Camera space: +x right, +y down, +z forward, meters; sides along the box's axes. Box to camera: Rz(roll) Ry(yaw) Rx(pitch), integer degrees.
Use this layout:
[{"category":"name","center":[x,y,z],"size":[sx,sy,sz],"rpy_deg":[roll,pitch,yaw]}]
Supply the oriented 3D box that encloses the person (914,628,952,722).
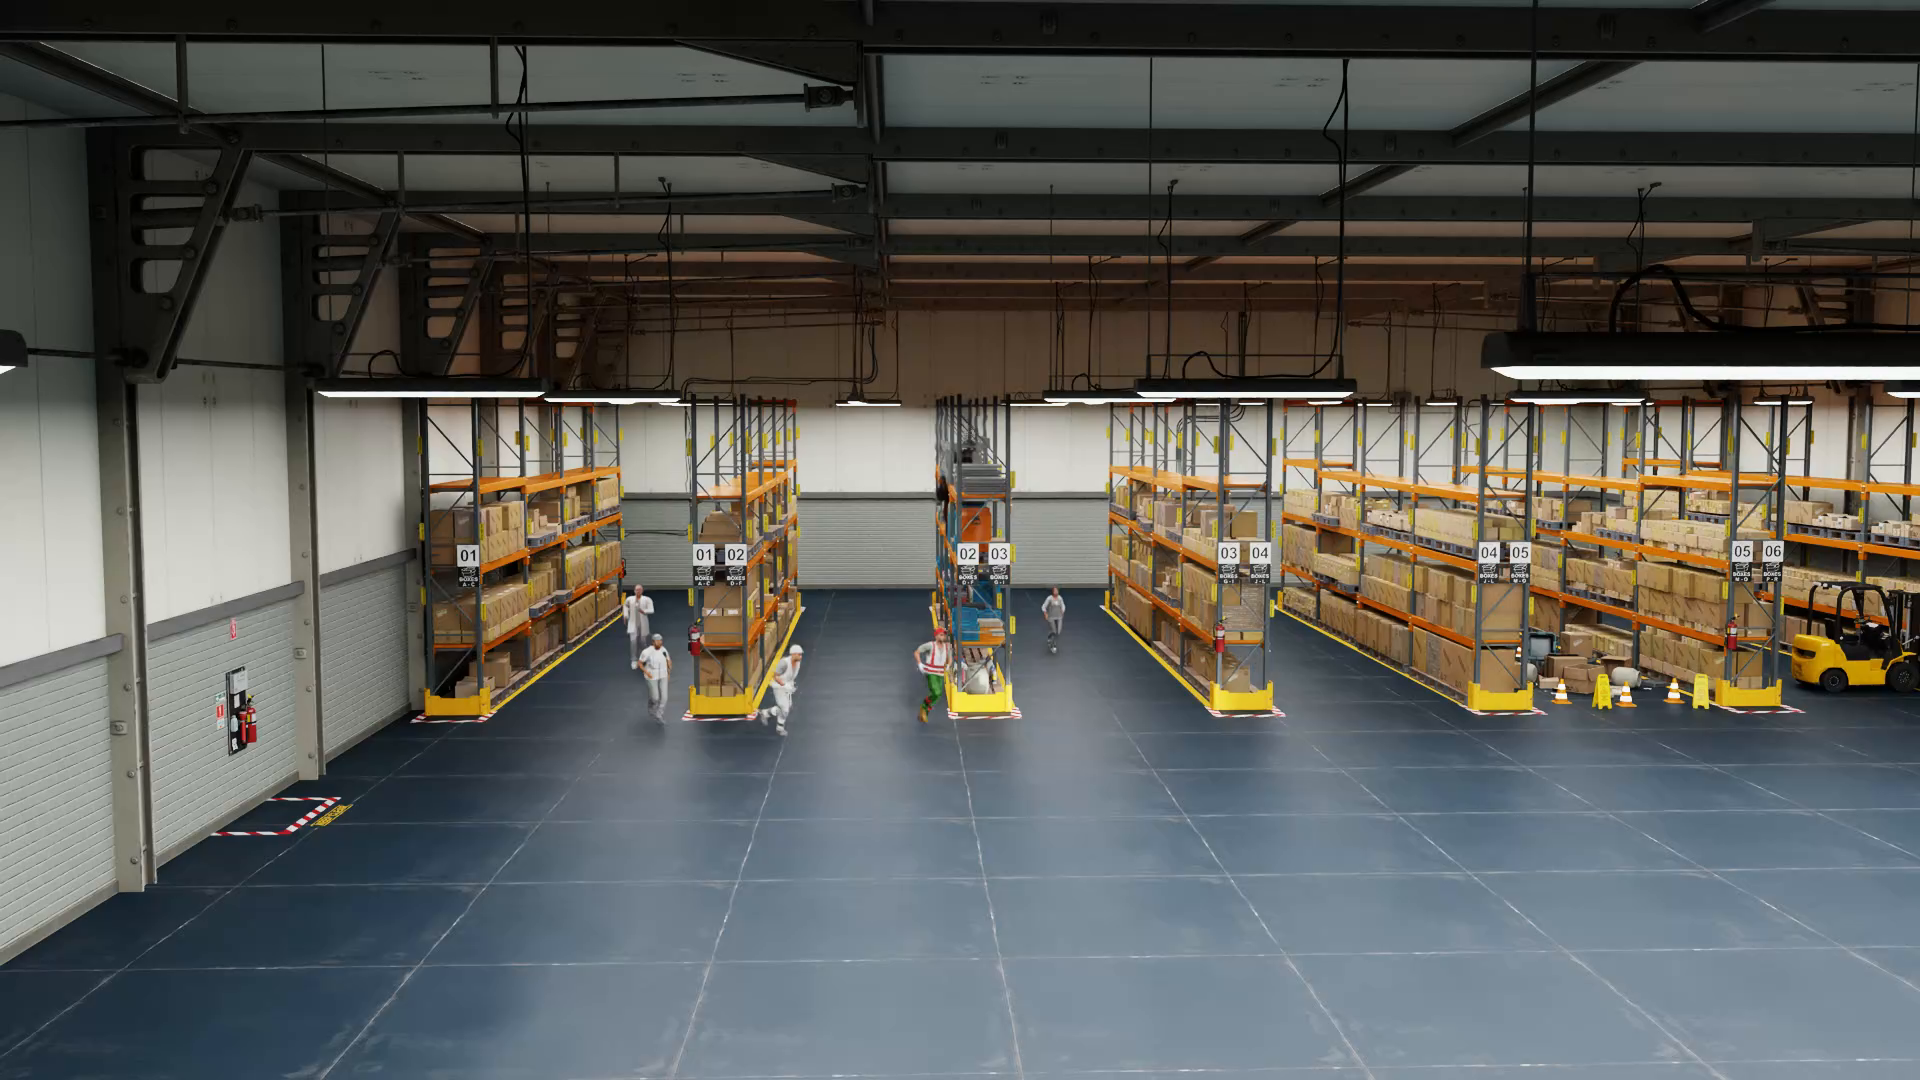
[{"category":"person","center":[-0.421,2.463,30.367],"size":[0.669,1.722,0.581],"rpy_deg":[-3,6,-37]}]

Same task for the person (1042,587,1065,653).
[{"category":"person","center":[2.230,1.875,39.235],"size":[0.547,1.565,0.541],"rpy_deg":[-1,5,-15]}]

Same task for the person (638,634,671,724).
[{"category":"person","center":[-5.562,2.532,30.425],"size":[0.638,1.640,0.532],"rpy_deg":[-3,5,-31]}]

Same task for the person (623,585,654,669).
[{"category":"person","center":[-7.149,1.905,36.990],"size":[0.684,1.815,0.922],"rpy_deg":[-1,5,-8]}]

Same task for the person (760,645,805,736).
[{"category":"person","center":[-3.115,2.628,29.253],"size":[0.960,1.621,0.668],"rpy_deg":[3,5,32]}]
